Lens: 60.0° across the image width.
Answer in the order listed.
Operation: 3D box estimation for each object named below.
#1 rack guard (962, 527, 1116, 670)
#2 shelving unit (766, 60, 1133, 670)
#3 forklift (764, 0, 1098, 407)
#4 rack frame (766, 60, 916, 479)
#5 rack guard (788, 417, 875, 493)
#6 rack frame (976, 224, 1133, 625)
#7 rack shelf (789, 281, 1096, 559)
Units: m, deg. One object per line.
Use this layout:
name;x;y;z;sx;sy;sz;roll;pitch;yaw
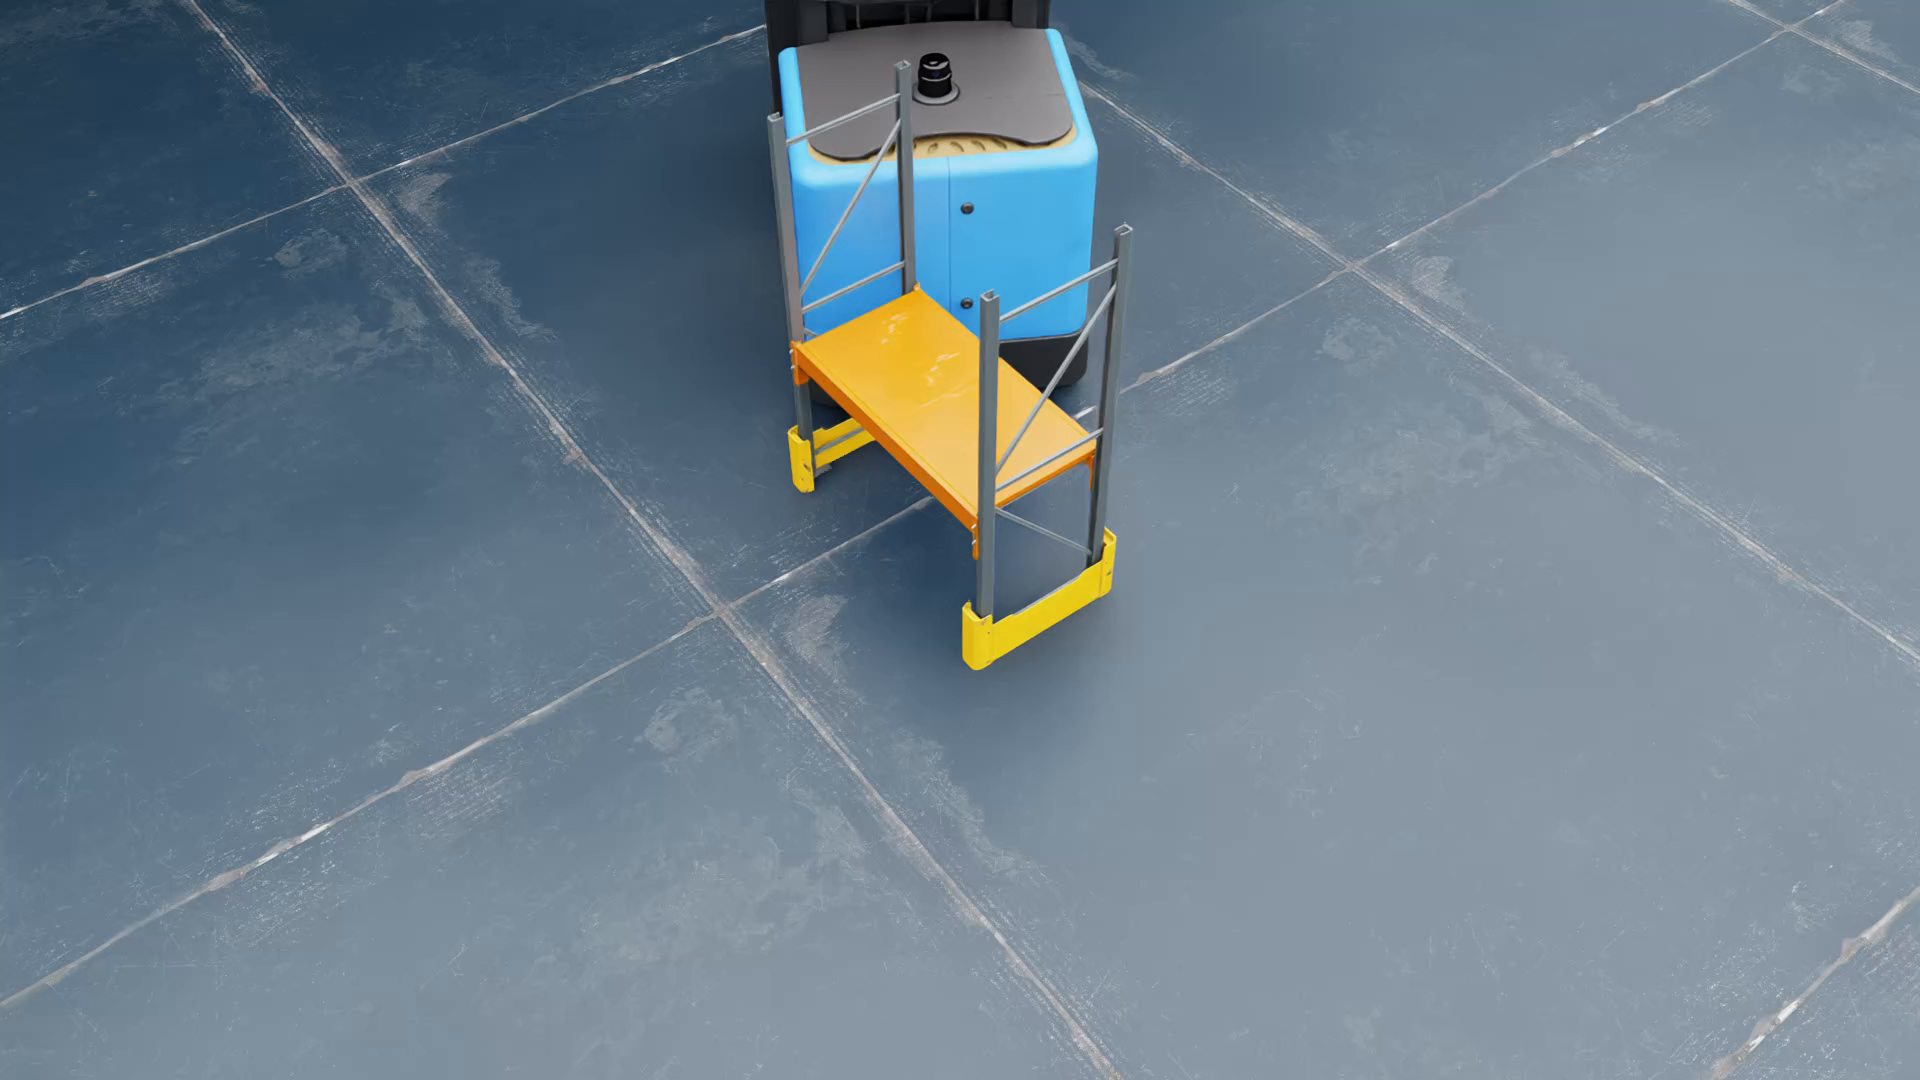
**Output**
rack guard;0.259;0.188;5.411;0.587;0.250;0.087;-29;54;-24
shelving unit;-0.043;-0.526;5.214;0.587;1.500;1.083;-29;54;-24
forklift;-0.234;-2.578;6.109;1.130;2.935;3.031;-6;48;-5
rack frame;-0.356;-0.831;5.491;0.500;1.500;0.032;-29;54;-24
rack guard;-0.344;-0.400;5.944;0.587;0.250;0.087;-29;54;-24
rack frame;0.259;-0.231;4.947;0.500;1.500;0.032;-29;54;-24
rack shelf;-0.048;-0.410;5.352;0.538;0.185;1.000;-29;54;-24
